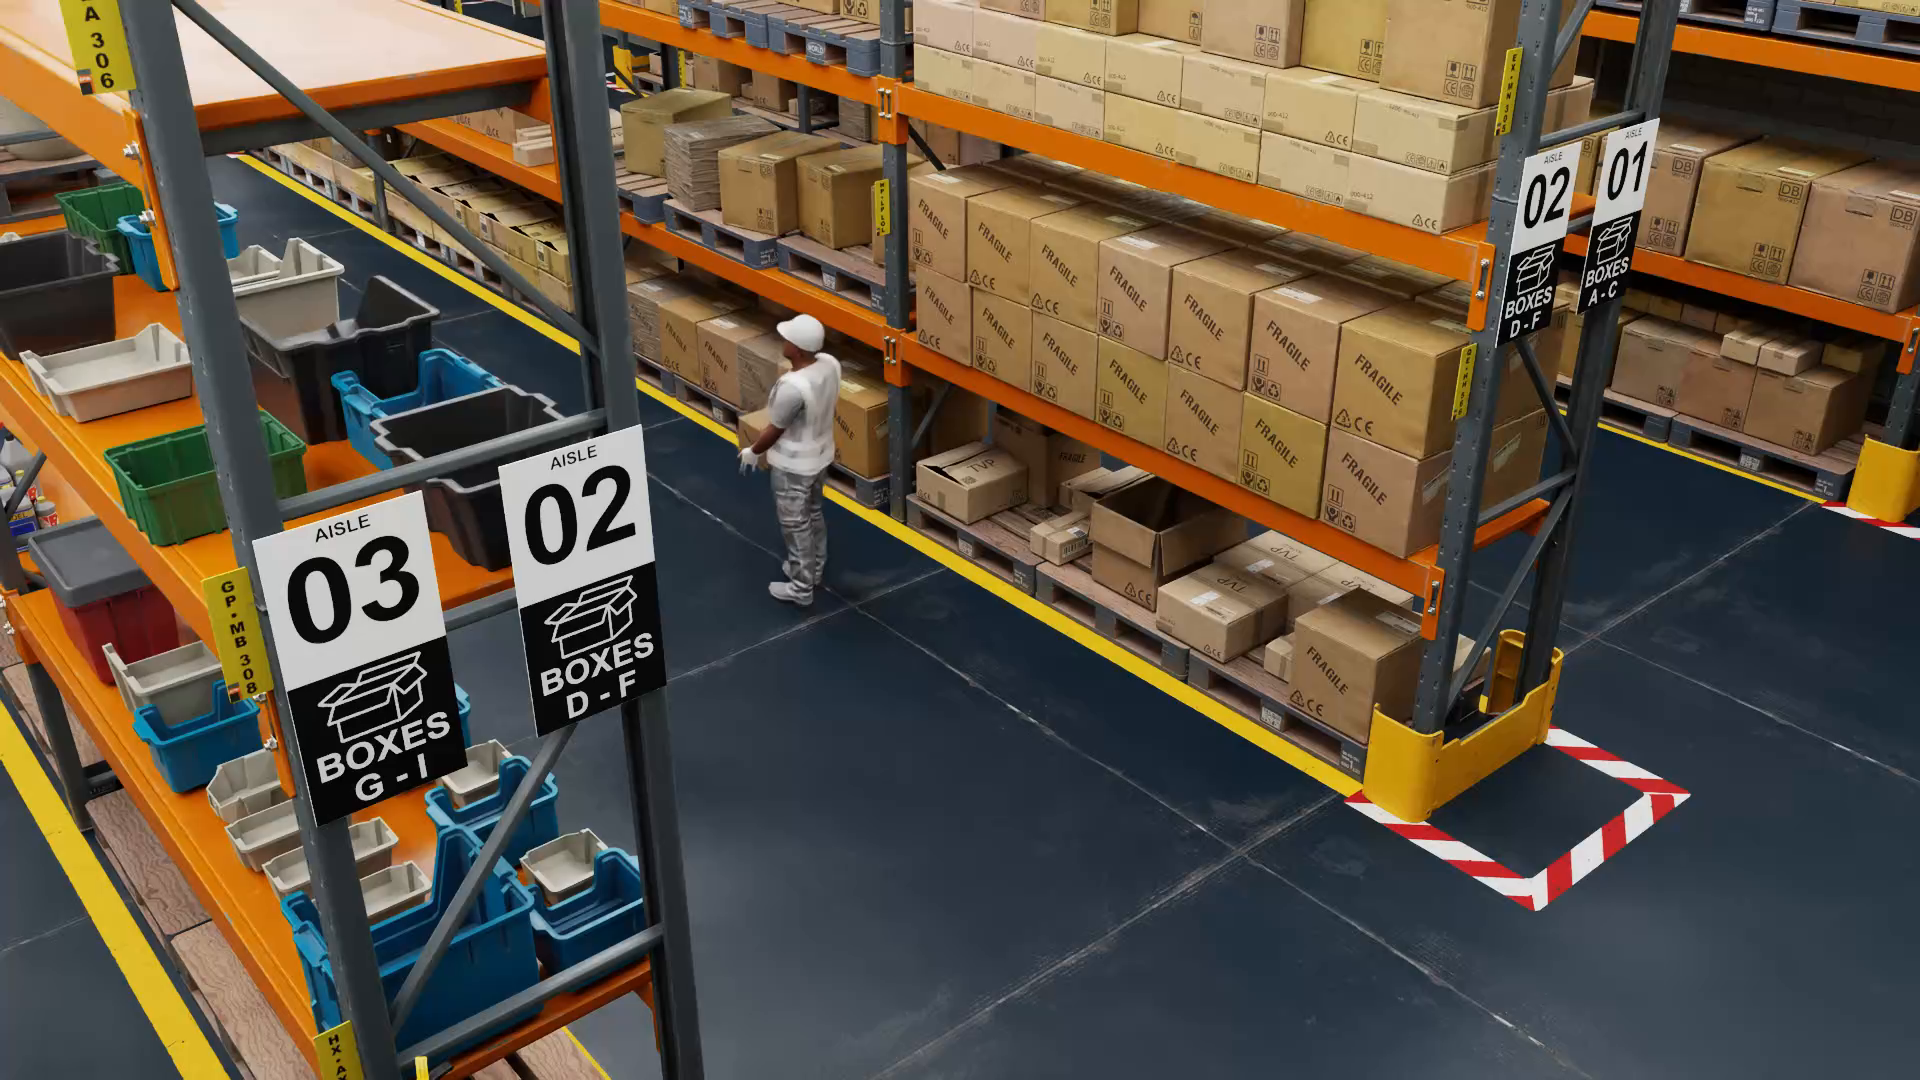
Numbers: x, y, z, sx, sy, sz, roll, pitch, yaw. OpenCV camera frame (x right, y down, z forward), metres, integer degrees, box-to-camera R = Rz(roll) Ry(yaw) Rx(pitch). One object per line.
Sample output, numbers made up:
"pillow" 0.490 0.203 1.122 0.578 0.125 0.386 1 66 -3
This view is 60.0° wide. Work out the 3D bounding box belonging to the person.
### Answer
"person" -0.959 -0.467 9.476 0.539 1.789 0.566 11 30 20
